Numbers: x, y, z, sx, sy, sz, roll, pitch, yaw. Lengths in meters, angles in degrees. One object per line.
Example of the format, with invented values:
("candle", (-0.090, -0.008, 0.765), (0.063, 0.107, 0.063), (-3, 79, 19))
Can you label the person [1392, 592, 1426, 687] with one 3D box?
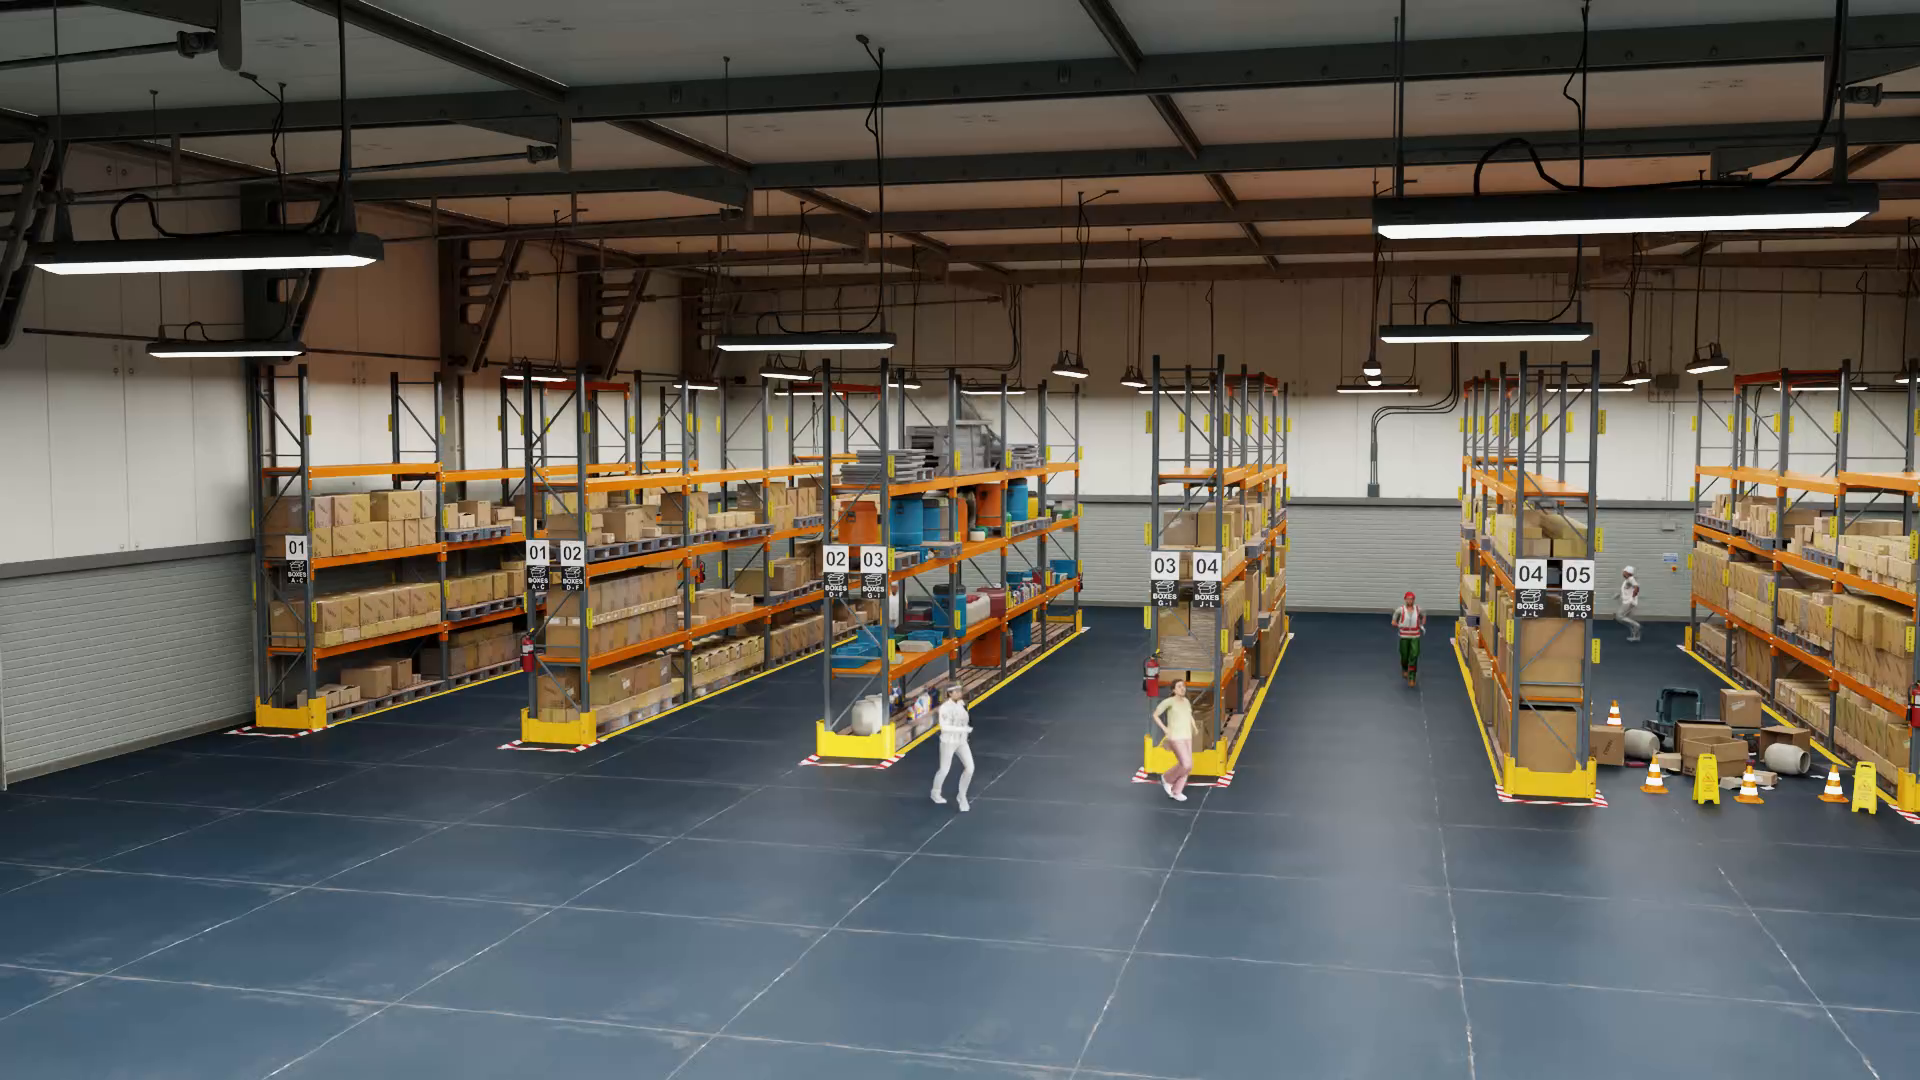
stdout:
("person", (8.633, 1.884, 31.954), (0.656, 1.786, 0.947), (1, 4, 11))

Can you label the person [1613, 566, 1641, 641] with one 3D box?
("person", (15.489, 1.475, 38.611), (0.654, 1.734, 0.720), (2, 4, 25))

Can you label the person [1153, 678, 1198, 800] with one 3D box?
("person", (2.931, 2.665, 22.198), (0.584, 1.630, 0.514), (-3, 5, -35))

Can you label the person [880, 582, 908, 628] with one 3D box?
("person", (-1.430, 1.722, 35.994), (0.589, 1.643, 0.685), (0, 4, 0))

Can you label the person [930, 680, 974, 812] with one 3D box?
("person", (-0.078, 2.672, 21.633), (0.573, 1.735, 0.806), (-3, 5, -40))
